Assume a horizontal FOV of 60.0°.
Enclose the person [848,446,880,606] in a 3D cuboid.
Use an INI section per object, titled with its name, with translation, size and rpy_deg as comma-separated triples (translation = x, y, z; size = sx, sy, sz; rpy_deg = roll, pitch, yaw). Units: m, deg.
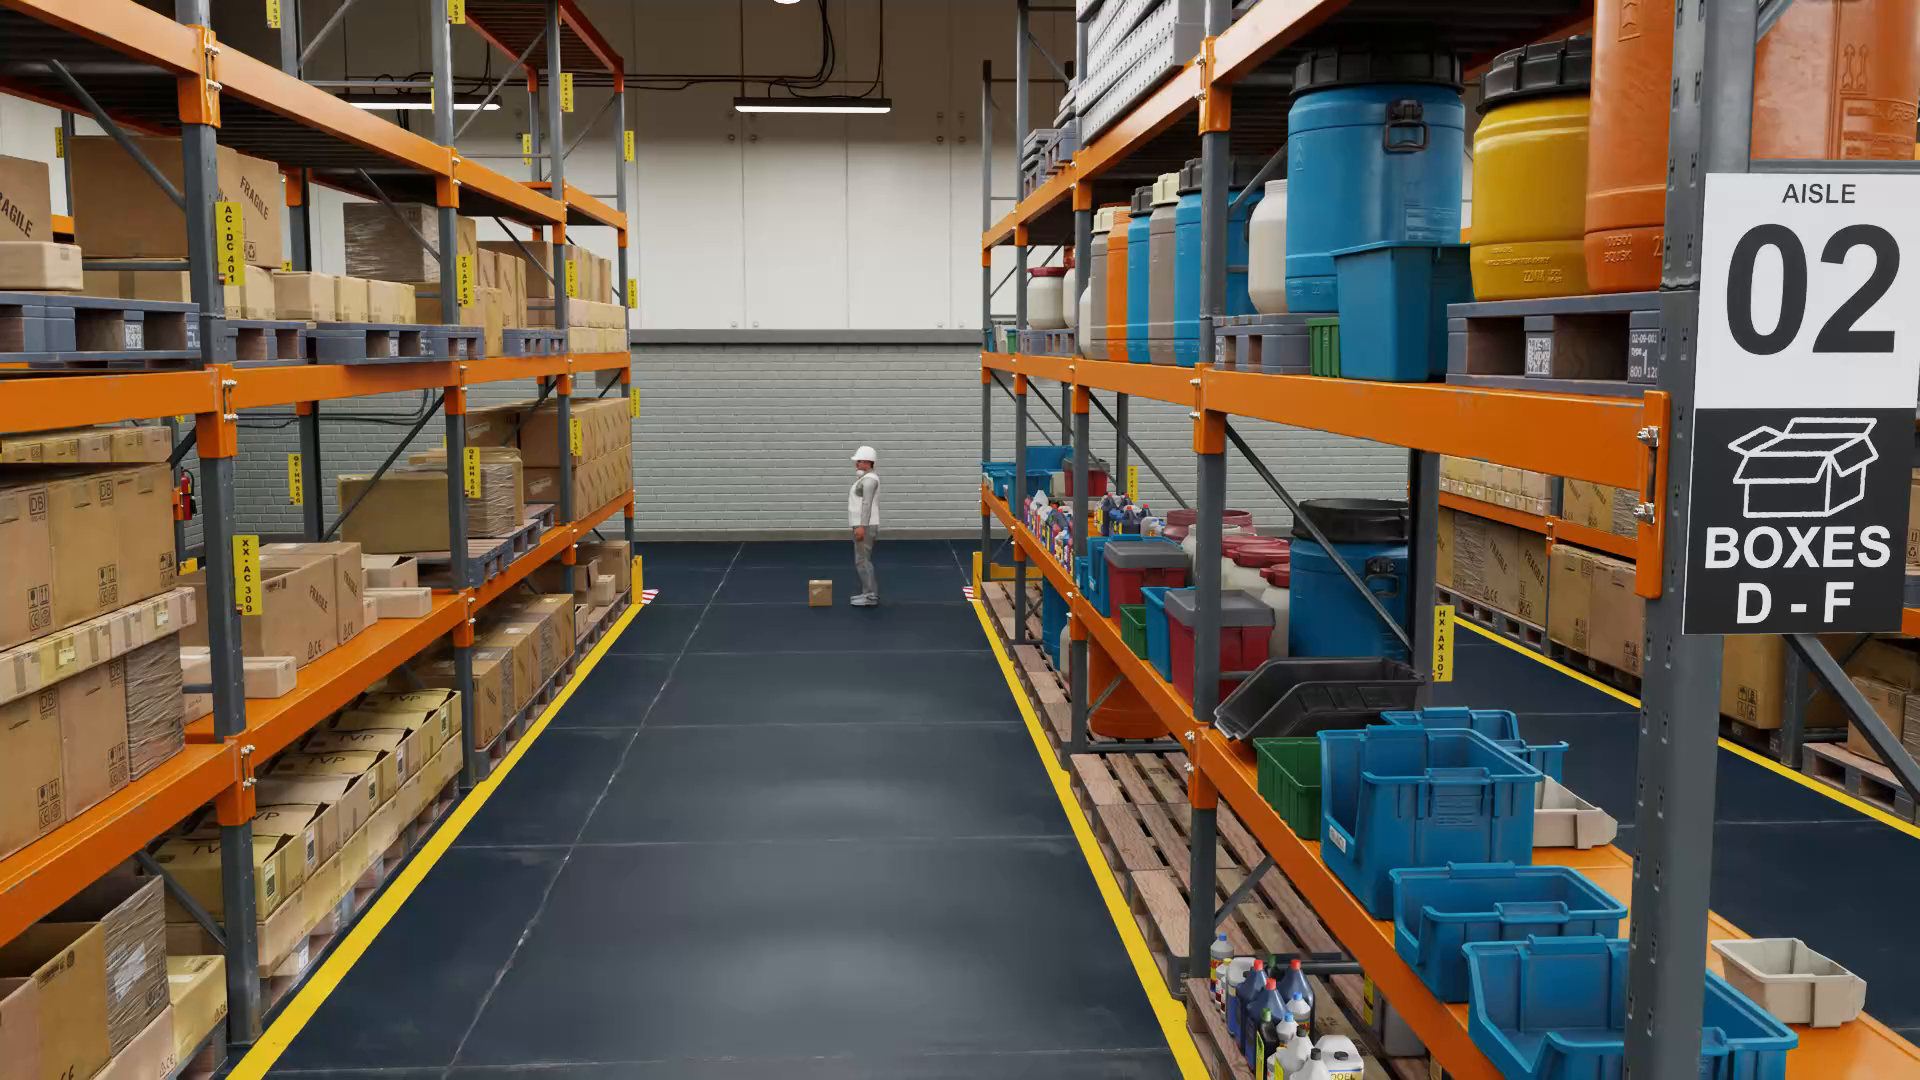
[person]
translation = -1.067, -0.160, 18.522
size = 0.360, 1.767, 0.532
rpy_deg = 0, 7, -2
